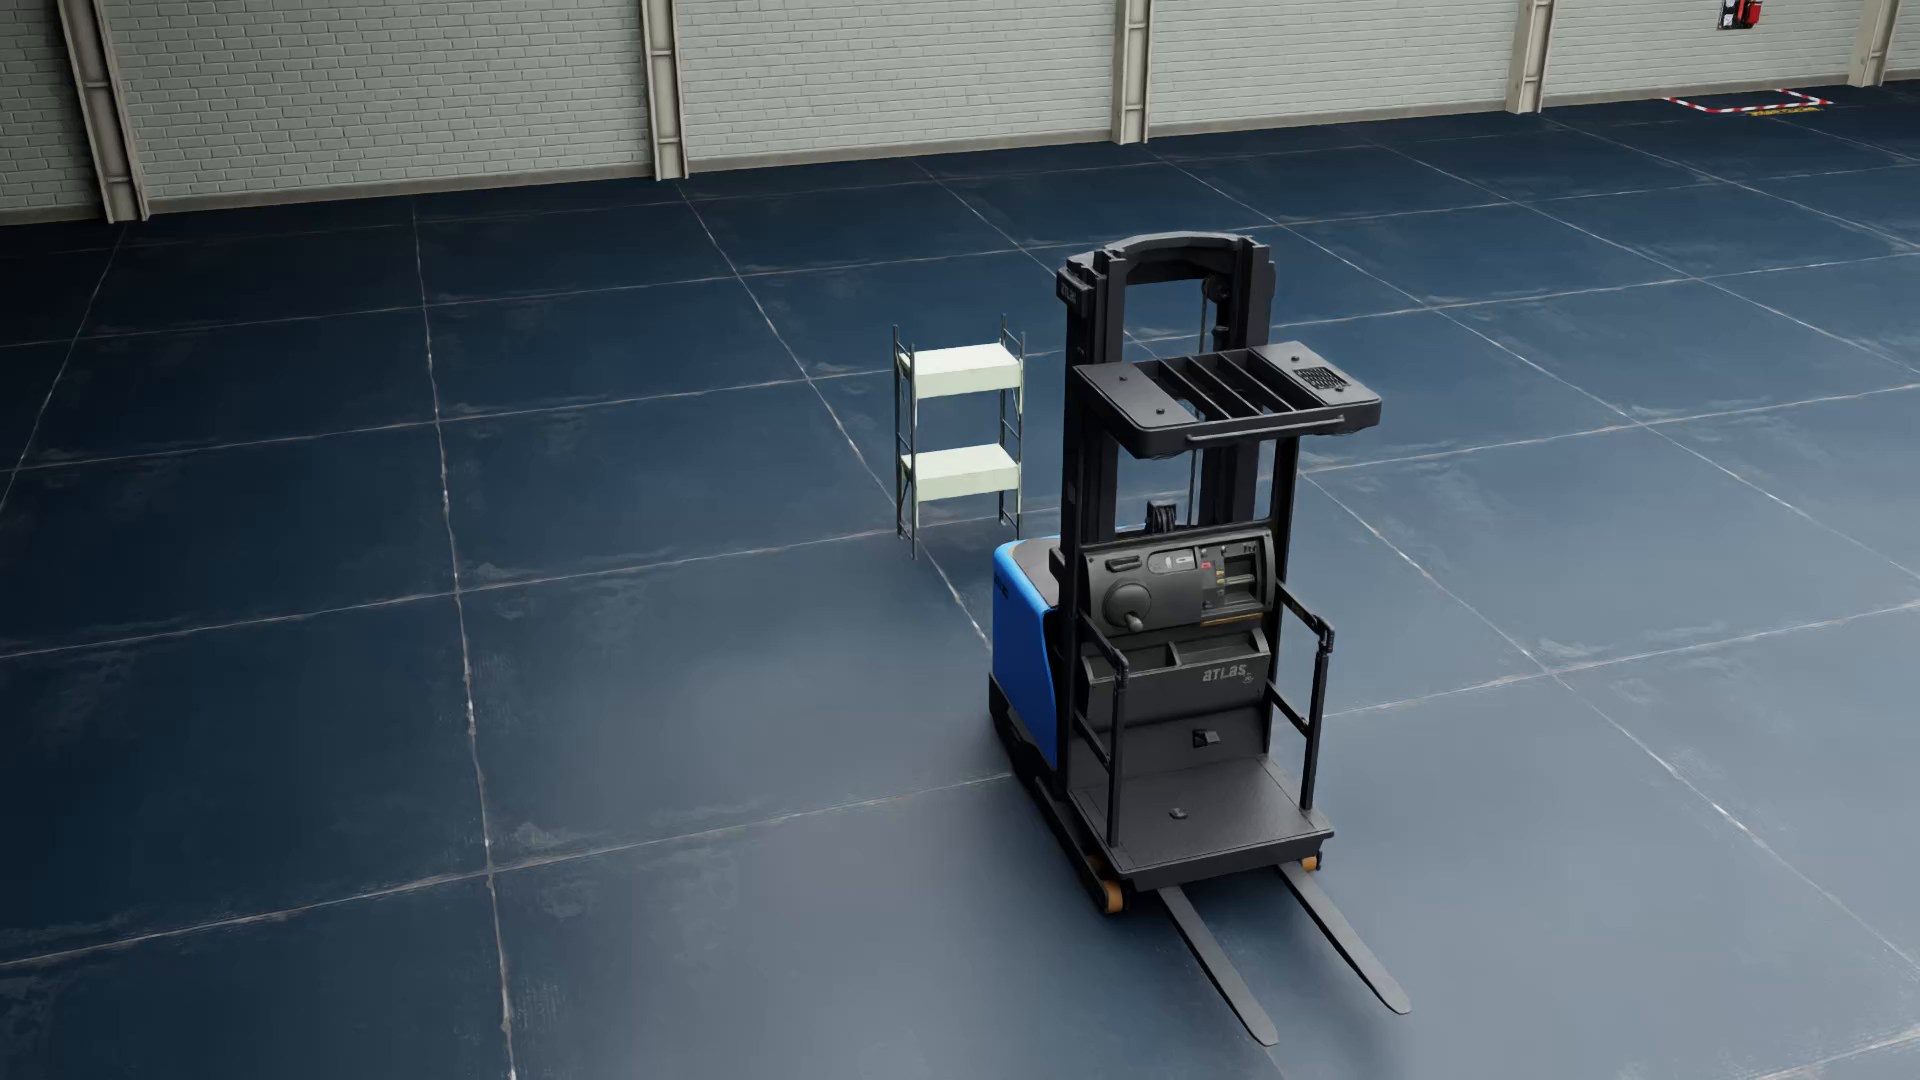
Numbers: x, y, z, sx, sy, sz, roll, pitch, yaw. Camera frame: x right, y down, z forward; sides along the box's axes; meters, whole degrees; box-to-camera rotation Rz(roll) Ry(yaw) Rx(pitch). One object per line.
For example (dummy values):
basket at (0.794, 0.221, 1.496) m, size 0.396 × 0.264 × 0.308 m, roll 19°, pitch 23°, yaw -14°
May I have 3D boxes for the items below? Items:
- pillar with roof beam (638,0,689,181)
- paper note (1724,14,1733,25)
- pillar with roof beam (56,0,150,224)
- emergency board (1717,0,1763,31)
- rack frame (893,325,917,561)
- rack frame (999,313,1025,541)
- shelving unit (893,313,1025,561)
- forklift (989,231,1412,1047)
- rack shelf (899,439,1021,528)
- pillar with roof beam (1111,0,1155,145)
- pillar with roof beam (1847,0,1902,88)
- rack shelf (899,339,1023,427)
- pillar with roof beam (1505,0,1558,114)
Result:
pillar with roof beam at (-2.160, -6.595, 14.409) m, size 0.400 × 9.000 × 9.100 m, roll -8°, pitch 28°, yaw -16°
paper note at (11.071, -7.493, 23.955) m, size 0.142 × 0.148 × 0.016 m, roll -8°, pitch 28°, yaw -16°
pillar with roof beam at (-7.865, -5.769, 12.745) m, size 0.400 × 9.000 × 9.100 m, roll -8°, pitch 28°, yaw -16°
emergency board at (11.260, -7.883, 23.749) m, size 0.643 × 1.169 × 0.194 m, roll -8°, pitch 28°, yaw -16°
rack frame at (-0.354, -0.620, 10.807) m, size 0.023 × 1.500 × 0.400 m, roll -8°, pitch 28°, yaw -16°
rack frame at (0.342, -0.721, 11.010) m, size 0.023 × 1.500 × 0.400 m, roll -8°, pitch 28°, yaw -16°
shelving unit at (-0.006, -0.671, 10.909) m, size 0.755 × 1.500 × 0.431 m, roll -8°, pitch 28°, yaw -16°
forklift at (1.088, 0.227, 7.490) m, size 1.130 × 2.935 × 3.031 m, roll -8°, pitch 27°, yaw -16°
rack shelf at (-0.006, -0.379, 11.054) m, size 0.720 × 0.370 × 0.431 m, roll -8°, pitch 28°, yaw -16°
pillar with roof beam at (3.545, -7.421, 16.073) m, size 0.400 × 9.000 × 9.100 m, roll -8°, pitch 28°, yaw -16°
pillar with roof beam at (14.955, -9.074, 19.402) m, size 0.400 × 9.000 × 9.100 m, roll -8°, pitch 28°, yaw -16°
rack shelf at (-0.006, -1.020, 10.735) m, size 0.720 × 0.370 × 0.431 m, roll -8°, pitch 28°, yaw -16°
pillar with roof beam at (9.250, -8.248, 17.738) m, size 0.400 × 9.000 × 9.100 m, roll -8°, pitch 28°, yaw -16°
